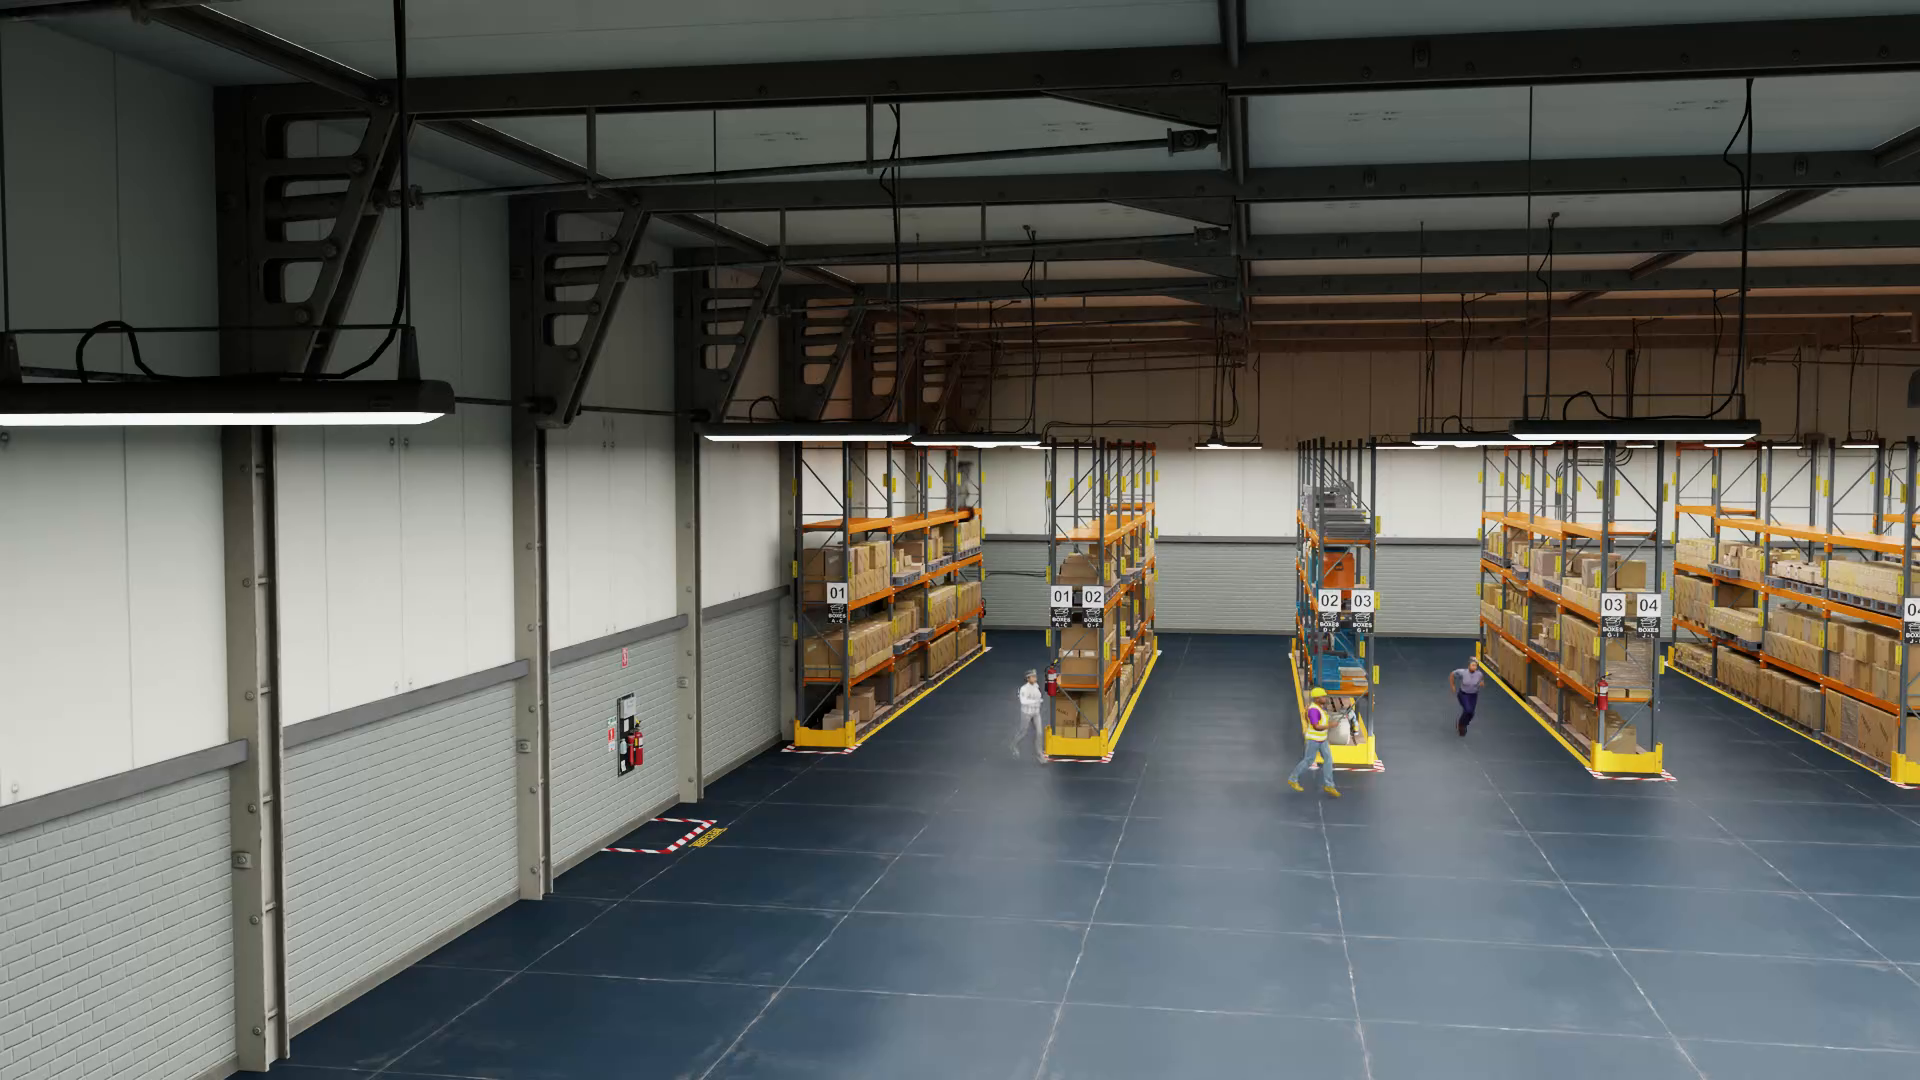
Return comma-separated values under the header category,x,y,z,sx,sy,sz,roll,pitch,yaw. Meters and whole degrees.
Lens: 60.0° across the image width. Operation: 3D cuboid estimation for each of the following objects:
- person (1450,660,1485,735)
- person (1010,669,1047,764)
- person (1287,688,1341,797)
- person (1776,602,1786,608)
category,x,y,z,sx,sy,sz,roll,pitch,yaw
person,10.185,3.164,33.328,0.581,1.570,0.798,-1,3,-11
person,1.279,3.227,30.730,0.598,1.697,0.919,-2,4,-39
person,5.909,3.352,27.693,0.897,1.803,0.681,2,3,30
person,22.546,2.513,45.400,0.637,1.656,0.575,1,3,16
